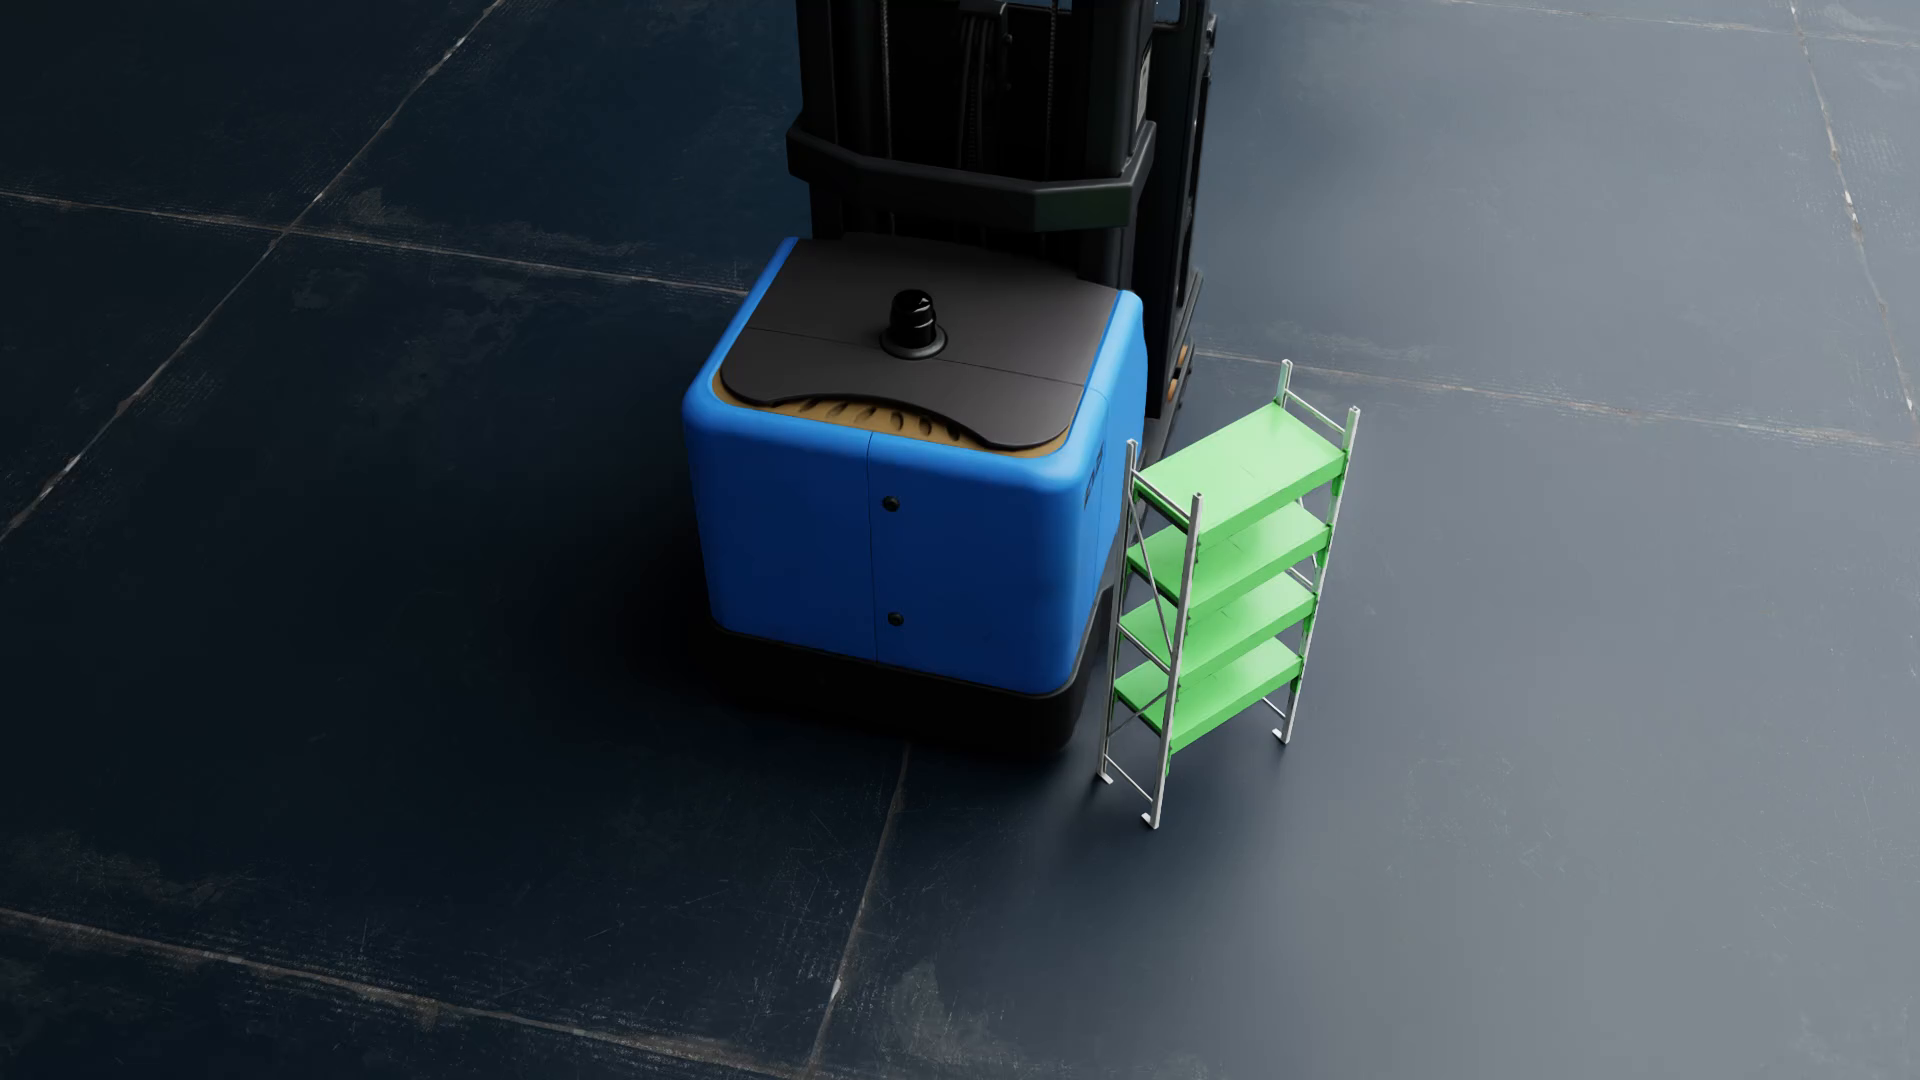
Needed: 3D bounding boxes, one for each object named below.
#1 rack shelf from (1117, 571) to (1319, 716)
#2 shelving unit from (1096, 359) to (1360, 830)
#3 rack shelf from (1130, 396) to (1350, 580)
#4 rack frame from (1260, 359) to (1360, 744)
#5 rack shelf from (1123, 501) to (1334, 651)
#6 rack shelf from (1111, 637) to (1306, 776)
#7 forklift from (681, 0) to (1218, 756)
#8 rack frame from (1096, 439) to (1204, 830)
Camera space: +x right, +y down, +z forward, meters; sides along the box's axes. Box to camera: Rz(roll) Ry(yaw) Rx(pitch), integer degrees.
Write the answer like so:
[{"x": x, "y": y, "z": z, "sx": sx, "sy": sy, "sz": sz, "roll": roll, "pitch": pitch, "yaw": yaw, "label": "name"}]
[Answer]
[{"x": 0.649, "y": 0.217, "z": 4.251, "sx": 0.480, "sy": 0.148, "sz": 0.258, "roll": -27, "pitch": 50, "yaw": -26, "label": "rack shelf"}, {"x": 0.649, "y": 0.171, "z": 4.207, "sx": 0.503, "sy": 1.200, "sz": 0.258, "roll": -27, "pitch": 50, "yaw": -26, "label": "shelving unit"}, {"x": 0.649, "y": -0.129, "z": 3.918, "sx": 0.480, "sy": 0.148, "sz": 0.258, "roll": -27, "pitch": 50, "yaw": -26, "label": "rack shelf"}, {"x": 0.845, "y": 0.070, "z": 4.312, "sx": 0.015, "sy": 1.200, "sz": 0.240, "roll": -27, "pitch": 50, "yaw": -26, "label": "rack frame"}, {"x": 0.649, "y": 0.044, "z": 4.085, "sx": 0.480, "sy": 0.148, "sz": 0.258, "roll": -27, "pitch": 50, "yaw": -26, "label": "rack shelf"}, {"x": 0.649, "y": 0.390, "z": 4.418, "sx": 0.480, "sy": 0.148, "sz": 0.258, "roll": -27, "pitch": 50, "yaw": -26, "label": "rack shelf"}, {"x": 0.186, "y": -1.507, "z": 4.702, "sx": 1.130, "sy": 2.935, "sz": 3.031, "roll": 11, "pitch": 45, "yaw": 11, "label": "forklift"}, {"x": 0.454, "y": 0.273, "z": 4.102, "sx": 0.015, "sy": 1.200, "sz": 0.240, "roll": -27, "pitch": 50, "yaw": -26, "label": "rack frame"}]
